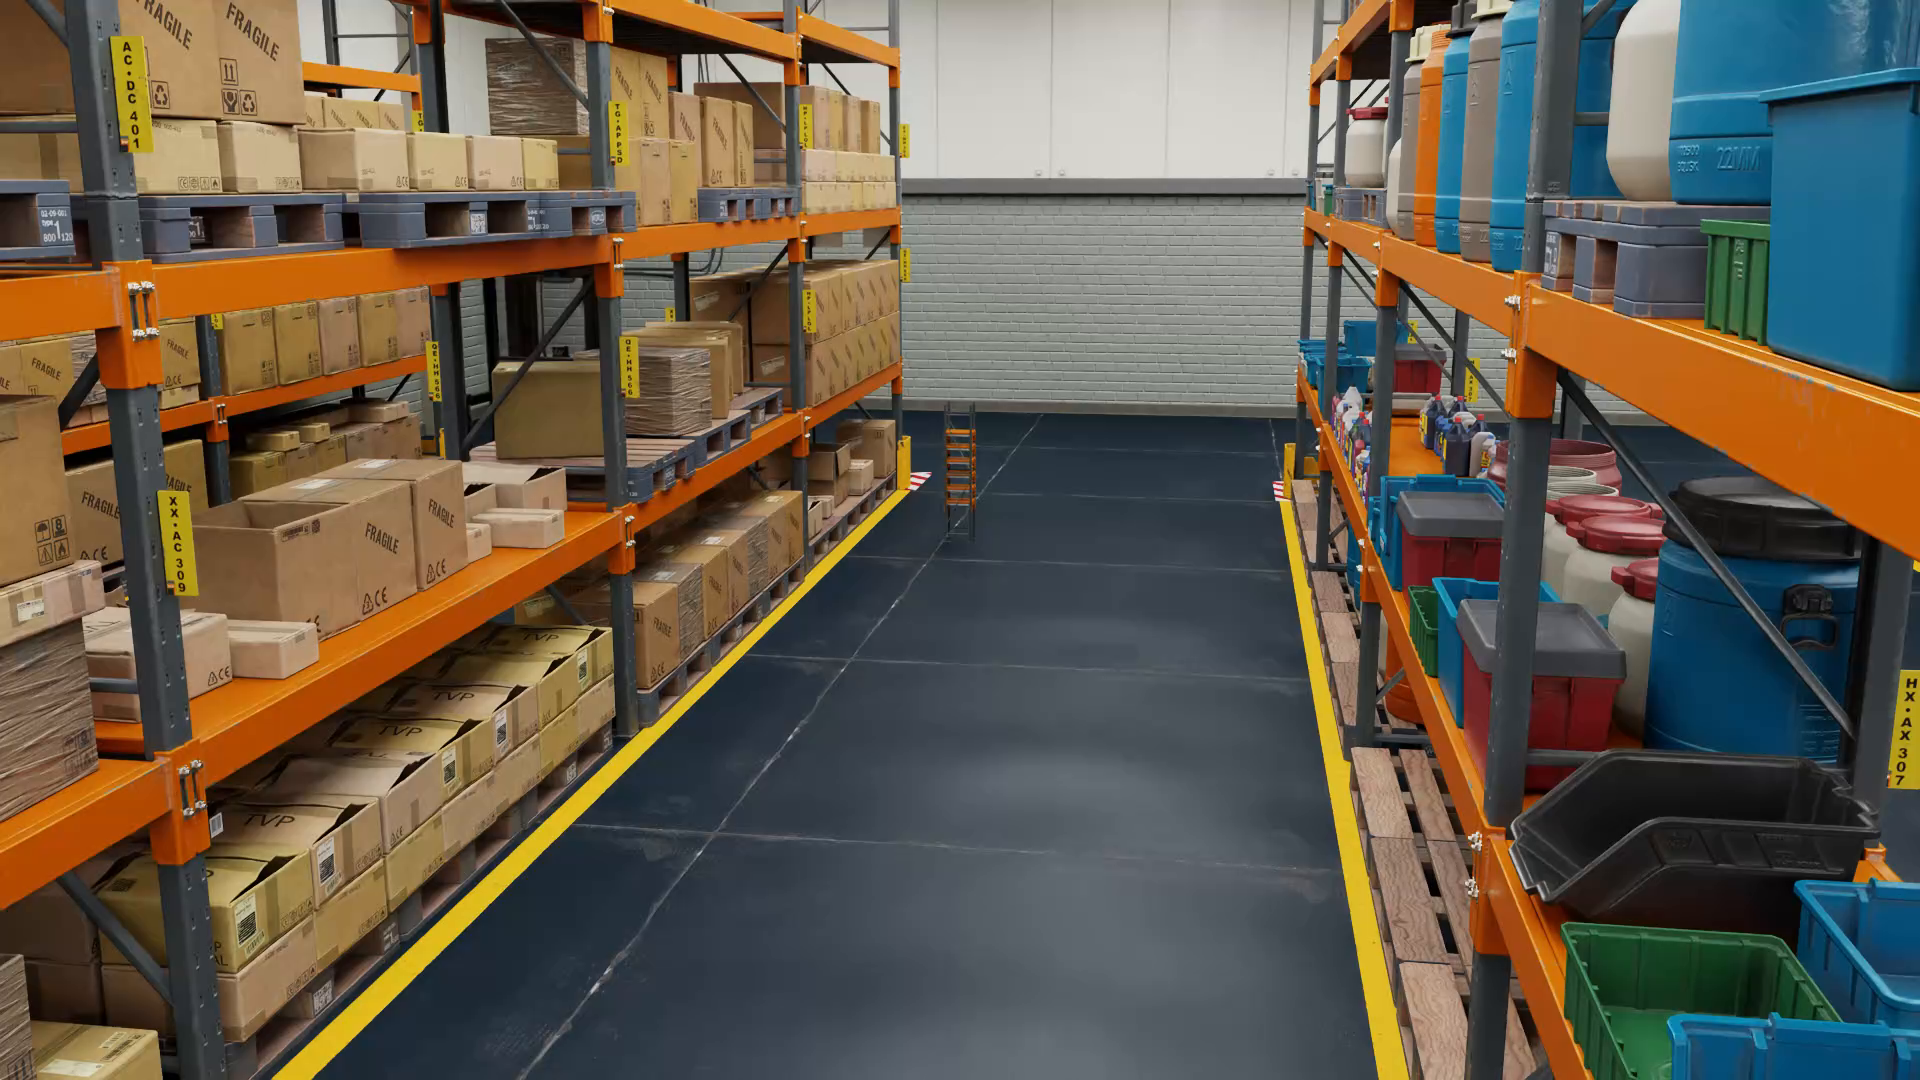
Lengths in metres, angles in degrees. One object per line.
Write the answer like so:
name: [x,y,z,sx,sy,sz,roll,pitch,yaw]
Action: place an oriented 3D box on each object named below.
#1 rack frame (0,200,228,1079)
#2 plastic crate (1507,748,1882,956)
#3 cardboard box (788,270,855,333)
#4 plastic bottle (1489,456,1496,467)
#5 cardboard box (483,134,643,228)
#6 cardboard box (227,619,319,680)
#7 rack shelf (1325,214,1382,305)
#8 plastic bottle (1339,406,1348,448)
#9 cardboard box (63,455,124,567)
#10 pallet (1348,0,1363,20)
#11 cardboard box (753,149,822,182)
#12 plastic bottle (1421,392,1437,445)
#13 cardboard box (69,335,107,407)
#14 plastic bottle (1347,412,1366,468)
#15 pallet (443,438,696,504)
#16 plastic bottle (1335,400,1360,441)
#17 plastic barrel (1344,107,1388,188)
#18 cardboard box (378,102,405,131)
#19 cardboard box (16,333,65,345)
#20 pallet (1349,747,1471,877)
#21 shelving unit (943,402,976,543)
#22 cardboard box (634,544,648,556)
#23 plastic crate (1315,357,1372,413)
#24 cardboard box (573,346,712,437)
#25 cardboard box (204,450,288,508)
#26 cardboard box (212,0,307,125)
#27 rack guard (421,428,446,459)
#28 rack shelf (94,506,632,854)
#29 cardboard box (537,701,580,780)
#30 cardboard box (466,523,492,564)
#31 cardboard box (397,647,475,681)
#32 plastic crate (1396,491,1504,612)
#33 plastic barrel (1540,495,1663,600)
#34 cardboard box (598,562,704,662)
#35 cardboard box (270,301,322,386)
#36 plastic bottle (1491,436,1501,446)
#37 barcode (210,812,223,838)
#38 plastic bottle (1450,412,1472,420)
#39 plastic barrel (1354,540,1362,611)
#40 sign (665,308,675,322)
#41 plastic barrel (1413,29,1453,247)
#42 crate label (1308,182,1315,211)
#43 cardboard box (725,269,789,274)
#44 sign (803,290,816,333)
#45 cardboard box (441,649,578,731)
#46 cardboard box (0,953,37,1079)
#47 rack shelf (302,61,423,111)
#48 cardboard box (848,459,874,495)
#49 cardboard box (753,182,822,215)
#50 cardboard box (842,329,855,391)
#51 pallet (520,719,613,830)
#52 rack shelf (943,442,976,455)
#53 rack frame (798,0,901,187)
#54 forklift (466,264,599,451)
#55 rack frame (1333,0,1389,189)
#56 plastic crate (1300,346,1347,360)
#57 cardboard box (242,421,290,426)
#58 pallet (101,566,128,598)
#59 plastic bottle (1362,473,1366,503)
rack frame: [-2.937,0.455,5.261,1.000,3.000,0.127,2,12,9]
plastic crate: [1.750,0.752,4.032,0.767,0.338,0.504,2,12,9]
cardboard box: [-1.198,-2.051,14.280,0.500,0.500,0.500,2,12,7]
plastic bottle: [3.014,-0.354,9.323,0.097,0.271,0.097,0,12,0]
cardboard box: [-2.288,-1.984,9.224,0.910,0.500,0.500,2,12,9]
cardboard box: [-2.599,0.400,6.112,0.380,0.149,0.250,2,12,9]
rack shelf: [2.879,-1.747,10.068,1.077,0.370,4.000,2,12,9]
plastic bottle: [2.572,-0.744,11.104,0.061,0.283,0.133,2,12,9]
cardboard box: [-6.708,-0.200,12.405,0.750,0.750,0.750,2,12,10]
pallet: [3.090,-3.520,10.866,1.003,0.211,1.213,2,12,9]
cardboard box: [-1.387,-2.941,13.067,0.500,0.250,0.500,2,12,9]
plastic bottle: [3.226,-0.827,11.330,0.144,0.351,0.185,2,12,9]
cardboard box: [-6.579,-1.259,12.223,0.500,0.500,0.500,2,12,9]
plastic bottle: [2.503,-0.626,10.395,0.144,0.351,0.185,2,12,9]
pallet: [-2.287,-0.427,9.810,1.213,0.211,1.003,2,12,9]
plastic bottle: [2.683,-0.828,11.510,0.152,0.276,0.135,2,12,9]
plastic barrel: [2.858,-2.685,11.394,0.433,0.535,0.433,0,12,0]
cardboard box: [-5.830,-4.055,16.411,0.500,0.500,0.500,2,12,8]
cardboard box: [-6.666,-1.516,11.639,0.500,0.250,0.500,2,12,7]
pallet: [2.414,1.307,7.927,1.003,0.211,1.213,2,12,9]
shelving unit: [-0.002,-0.584,14.353,0.258,1.200,0.189,2,12,9]
cardboard box: [-2.330,0.320,10.780,0.500,0.500,0.500,1,12,7]
plastic crate: [2.922,-1.178,12.737,0.392,0.384,0.575,2,12,9]
cardboard box: [-2.007,-0.950,10.549,0.700,0.500,0.500,4,13,19]
cardboard box: [-6.386,-0.505,14.655,0.700,0.500,0.500,2,12,9]
cardboard box: [-2.739,-1.756,5.981,0.500,0.500,0.500,3,13,14]
rack guard: [-5.983,-0.985,17.879,1.175,0.500,0.348,2,12,9]
rack shelf: [-2.630,0.391,7.268,1.077,0.370,4.000,2,12,9]
cardboard box: [-2.238,0.986,8.326,0.500,0.250,0.500,2,12,8]
cardboard box: [-2.463,0.013,7.910,0.380,0.149,0.250,3,12,13]
cardboard box: [-2.765,0.696,8.340,0.500,0.311,0.500,2,12,7]
plastic crate: [2.021,0.079,6.854,0.402,0.464,0.583,2,12,9]
plastic barrel: [2.500,0.115,6.516,0.433,0.535,0.433,0,12,0]
cardboard box: [-1.895,0.435,10.245,0.500,0.500,0.500,1,12,7]
cardboard box: [-6.385,-1.781,14.923,0.980,0.700,0.700,2,12,7]
plastic bottle: [3.180,-0.478,9.867,0.061,0.283,0.133,2,12,9]
barcode: [-2.487,0.953,5.560,0.001,0.075,0.075,2,12,9]
plastic bottle: [3.312,-0.715,10.983,0.152,0.276,0.135,2,12,9]
plastic barrel: [2.977,0.032,11.210,0.600,0.901,0.708,2,12,9]
sign: [-2.244,-1.649,12.971,0.100,0.325,0.005,2,12,9]
plastic barrel: [2.130,-1.592,6.622,0.600,0.830,0.708,2,12,9]
crate label: [3.341,-3.093,14.960,0.408,0.251,0.502,2,12,9]
cardboard box: [-1.731,-2.073,14.382,0.500,0.500,0.500,2,12,9]
sign: [-1.158,-1.759,12.786,0.100,0.325,0.005,2,12,9]
cardboard box: [-2.233,0.713,8.265,0.500,0.311,0.500,2,12,8]
cardboard box: [-2.881,1.435,4.465,0.500,0.500,0.500,2,12,9]
rack shelf: [-6.295,-4.172,15.147,1.077,0.370,4.000,2,12,9]
cardboard box: [-1.108,-0.596,15.620,0.500,0.250,0.500,2,12,9]
cardboard box: [-1.388,-2.696,13.120,0.500,0.250,0.500,2,12,9]
cardboard box: [-1.205,-1.567,14.407,0.500,0.500,0.500,2,12,8]
pallet: [-2.487,1.156,8.629,1.003,0.211,1.213,2,12,9]
rack shelf: [-0.002,-0.775,14.312,0.258,0.103,0.180,2,12,9]
rack frame: [-1.092,-4.975,16.220,1.000,3.000,0.127,2,12,9]
forklift: [-3.473,-1.314,13.632,1.130,2.935,3.031,3,12,12]
rack frame: [3.187,-3.981,11.608,1.000,3.000,0.127,2,12,9]
plastic crate: [3.338,-1.651,15.290,0.416,0.233,0.300,2,12,9]
cardboard box: [-6.446,-1.016,15.484,0.380,0.149,0.250,2,12,9]
pallet: [-6.832,0.411,12.084,1.003,0.211,1.213,2,12,9]
plastic bottle: [2.299,-0.309,9.277,0.097,0.201,0.097,0,12,0]
